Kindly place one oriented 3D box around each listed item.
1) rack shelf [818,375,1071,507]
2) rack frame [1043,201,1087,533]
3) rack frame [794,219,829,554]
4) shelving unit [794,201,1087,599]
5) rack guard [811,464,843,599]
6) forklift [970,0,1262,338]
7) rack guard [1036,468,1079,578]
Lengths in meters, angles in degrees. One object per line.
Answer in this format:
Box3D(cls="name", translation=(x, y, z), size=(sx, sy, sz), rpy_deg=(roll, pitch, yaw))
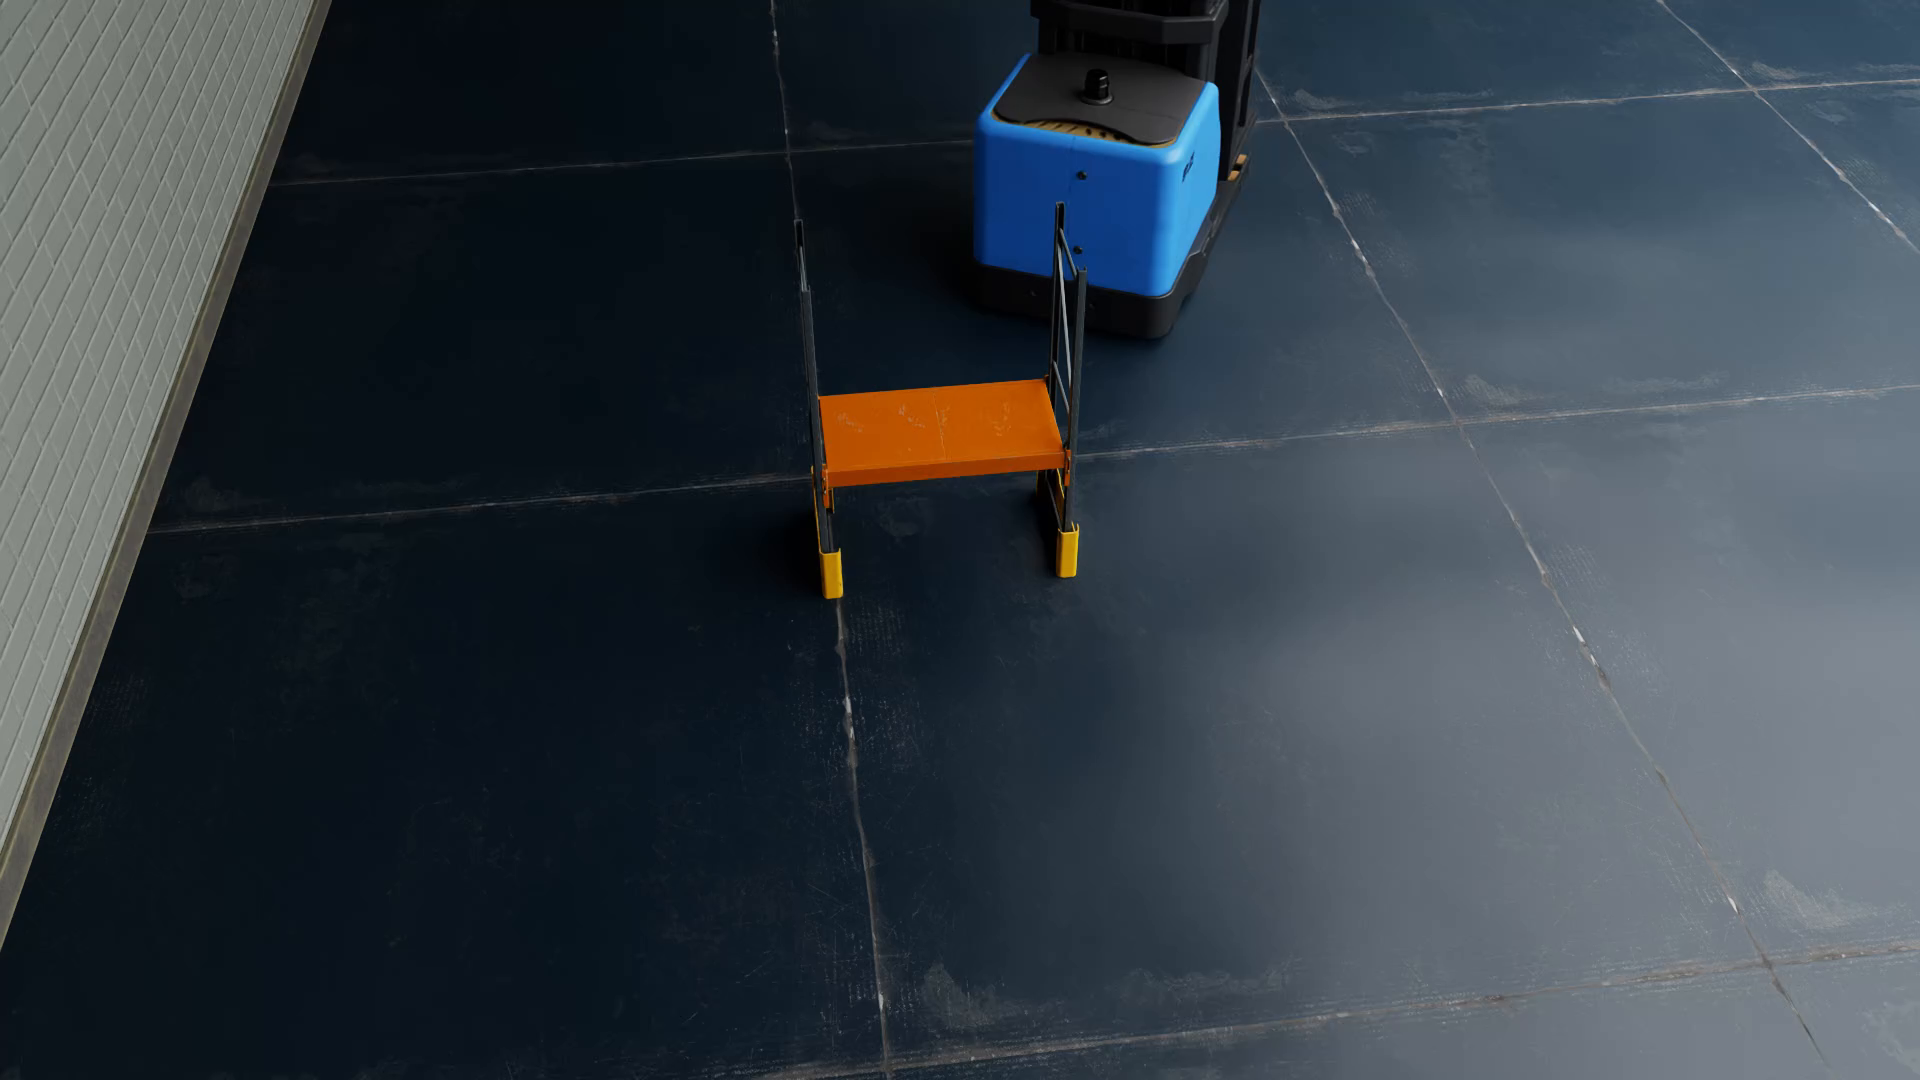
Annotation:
Box3D(cls="rack shelf", translation=(-0.085, -0.416, 6.860), size=(1.000, 0.185, 0.538), rpy_deg=(-5, 42, -6))
Box3D(cls="rack frame", translation=(0.419, -0.594, 6.788), size=(0.032, 1.500, 0.500), rpy_deg=(-5, 42, -6))
Box3D(cls="rack frame", translation=(-0.589, -0.505, 6.691), size=(0.032, 1.500, 0.500), rpy_deg=(-5, 42, -6))
Box3D(cls="shelving unit", translation=(-0.076, -0.550, 6.740), size=(1.083, 1.500, 0.587), rpy_deg=(-5, 42, -6))
Box3D(cls="rack guard", translation=(-0.569, -0.043, 7.111), size=(0.087, 0.250, 0.587), rpy_deg=(-5, 42, -6))
Box3D(cls="forklift", translation=(1.024, -3.087, 8.485), size=(1.130, 2.935, 3.031), rpy_deg=(13, 44, 14))
Box3D(cls="rack guard", translation=(0.418, -0.129, 7.207), size=(0.087, 0.250, 0.587), rpy_deg=(-5, 42, -6))
